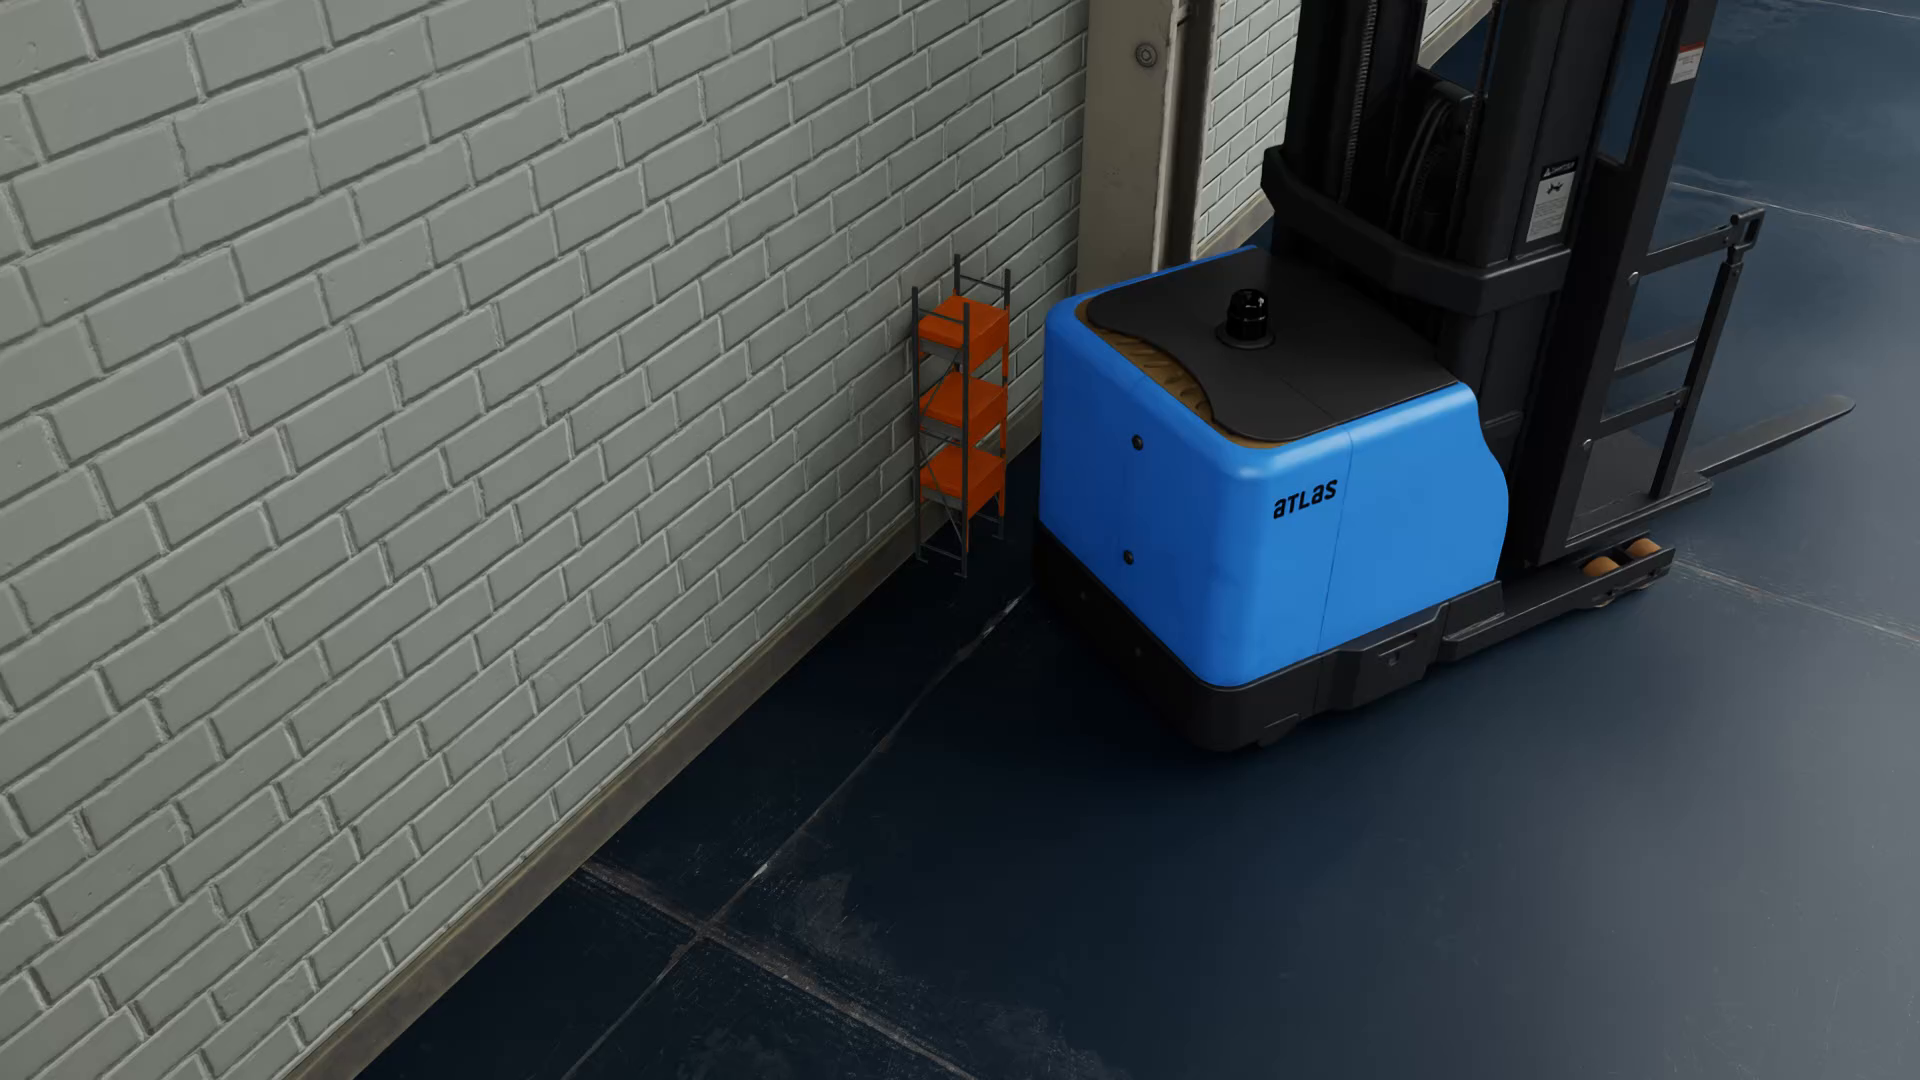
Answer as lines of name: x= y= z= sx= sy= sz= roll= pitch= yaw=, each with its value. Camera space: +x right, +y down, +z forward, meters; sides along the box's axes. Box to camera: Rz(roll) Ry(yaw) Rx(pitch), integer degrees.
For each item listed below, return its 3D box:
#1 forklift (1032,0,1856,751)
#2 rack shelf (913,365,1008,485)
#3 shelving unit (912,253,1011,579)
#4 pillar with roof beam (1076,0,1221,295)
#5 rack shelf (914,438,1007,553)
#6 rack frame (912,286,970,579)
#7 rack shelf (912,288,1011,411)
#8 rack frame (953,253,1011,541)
forklift: x=1.774 y=-1.201 z=4.907 sx=3.031 sy=2.935 sz=1.130 roll=-19 pitch=42 yaw=-23
rack shelf: x=0.003 y=-0.374 z=5.392 sx=0.215 sy=0.259 sz=0.240 roll=21 pitch=42 yaw=24
shelving unit: x=0.003 y=-0.383 z=5.385 sx=0.215 sy=1.050 sz=0.252 roll=21 pitch=42 yaw=24
pillar with roof beam: x=4.296 y=-2.768 z=1.969 sx=9.100 sy=9.000 sz=0.400 roll=21 pitch=42 yaw=25
rack shelf: x=0.001 y=-0.155 z=5.562 sx=0.215 sy=0.259 sz=0.240 roll=21 pitch=42 yaw=24
rack frame: x=-0.061 y=-0.319 z=5.303 sx=0.200 sy=1.050 sz=0.008 roll=21 pitch=42 yaw=24
rack shelf: x=0.004 y=-0.599 z=5.218 sx=0.215 sy=0.259 sz=0.240 roll=21 pitch=42 yaw=24
rack frame: x=0.067 y=-0.446 z=5.468 sx=0.200 sy=1.050 sz=0.008 roll=21 pitch=42 yaw=24
